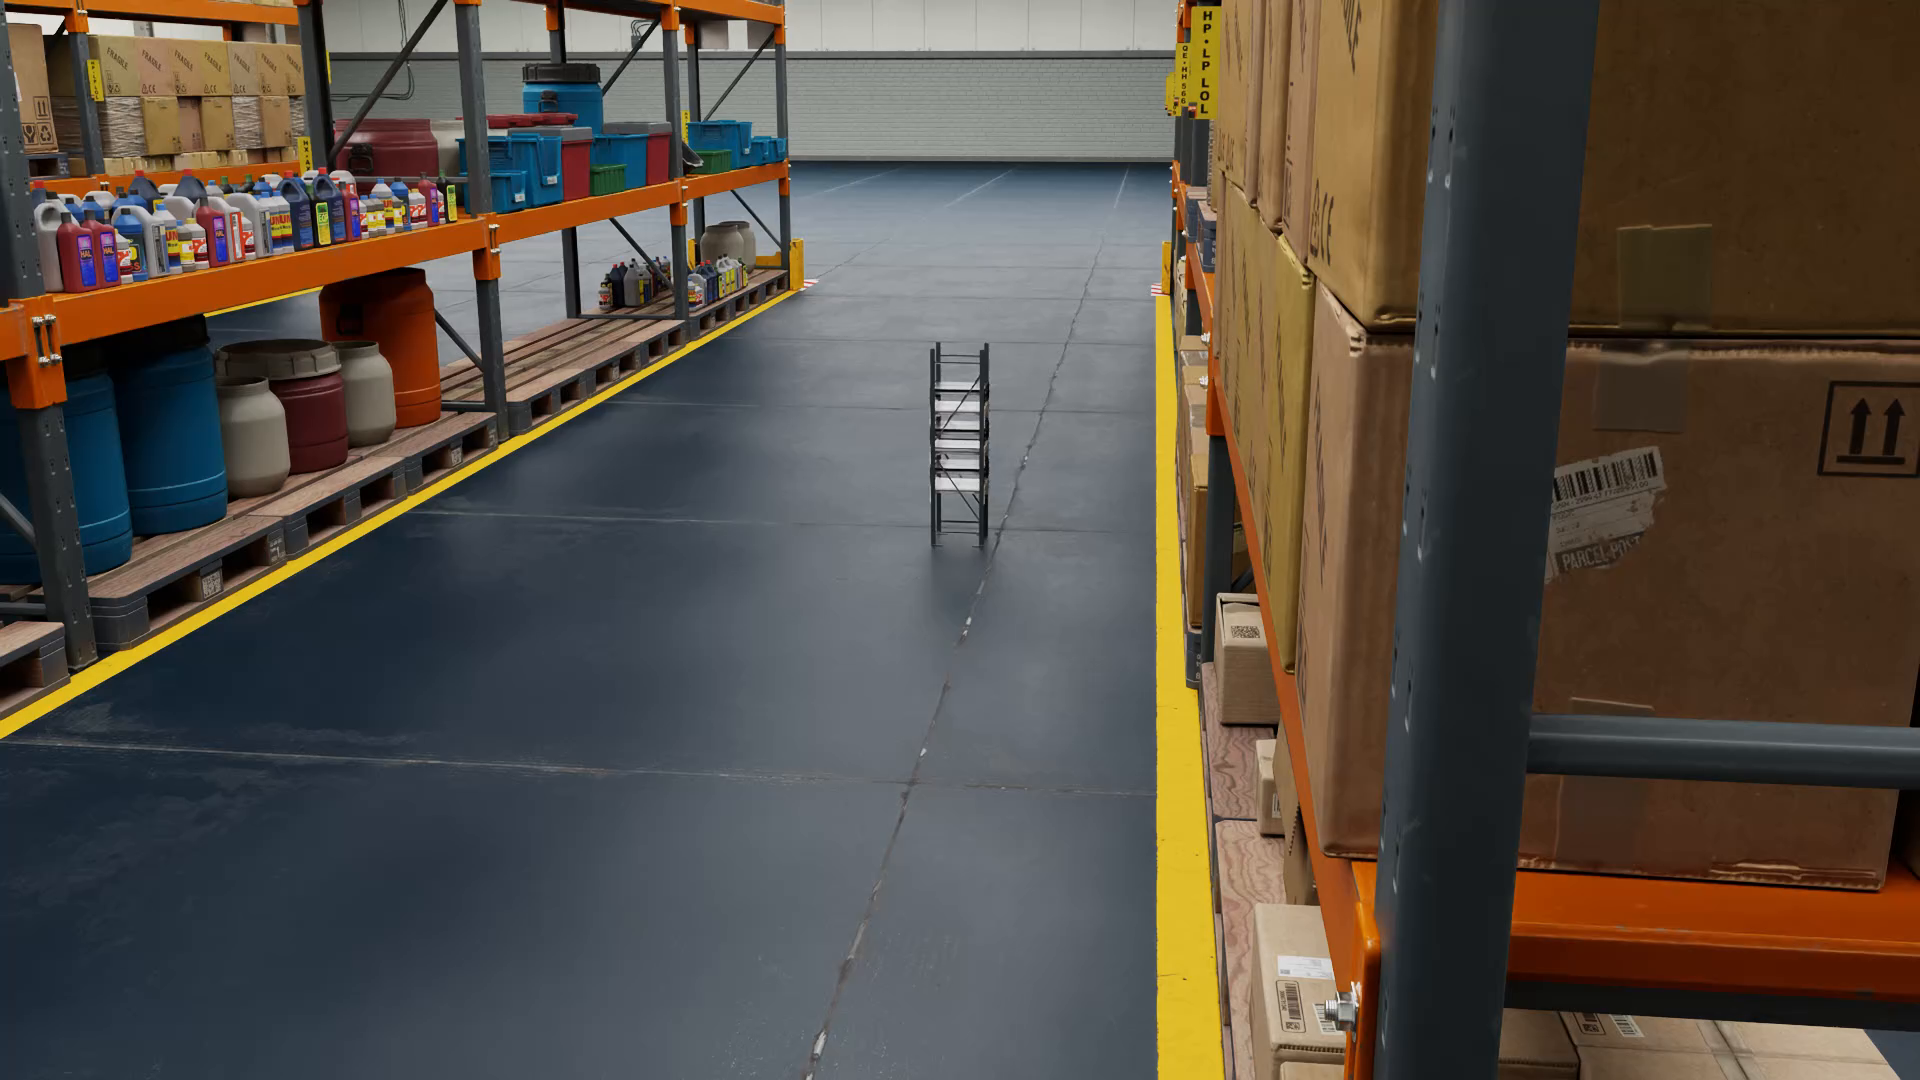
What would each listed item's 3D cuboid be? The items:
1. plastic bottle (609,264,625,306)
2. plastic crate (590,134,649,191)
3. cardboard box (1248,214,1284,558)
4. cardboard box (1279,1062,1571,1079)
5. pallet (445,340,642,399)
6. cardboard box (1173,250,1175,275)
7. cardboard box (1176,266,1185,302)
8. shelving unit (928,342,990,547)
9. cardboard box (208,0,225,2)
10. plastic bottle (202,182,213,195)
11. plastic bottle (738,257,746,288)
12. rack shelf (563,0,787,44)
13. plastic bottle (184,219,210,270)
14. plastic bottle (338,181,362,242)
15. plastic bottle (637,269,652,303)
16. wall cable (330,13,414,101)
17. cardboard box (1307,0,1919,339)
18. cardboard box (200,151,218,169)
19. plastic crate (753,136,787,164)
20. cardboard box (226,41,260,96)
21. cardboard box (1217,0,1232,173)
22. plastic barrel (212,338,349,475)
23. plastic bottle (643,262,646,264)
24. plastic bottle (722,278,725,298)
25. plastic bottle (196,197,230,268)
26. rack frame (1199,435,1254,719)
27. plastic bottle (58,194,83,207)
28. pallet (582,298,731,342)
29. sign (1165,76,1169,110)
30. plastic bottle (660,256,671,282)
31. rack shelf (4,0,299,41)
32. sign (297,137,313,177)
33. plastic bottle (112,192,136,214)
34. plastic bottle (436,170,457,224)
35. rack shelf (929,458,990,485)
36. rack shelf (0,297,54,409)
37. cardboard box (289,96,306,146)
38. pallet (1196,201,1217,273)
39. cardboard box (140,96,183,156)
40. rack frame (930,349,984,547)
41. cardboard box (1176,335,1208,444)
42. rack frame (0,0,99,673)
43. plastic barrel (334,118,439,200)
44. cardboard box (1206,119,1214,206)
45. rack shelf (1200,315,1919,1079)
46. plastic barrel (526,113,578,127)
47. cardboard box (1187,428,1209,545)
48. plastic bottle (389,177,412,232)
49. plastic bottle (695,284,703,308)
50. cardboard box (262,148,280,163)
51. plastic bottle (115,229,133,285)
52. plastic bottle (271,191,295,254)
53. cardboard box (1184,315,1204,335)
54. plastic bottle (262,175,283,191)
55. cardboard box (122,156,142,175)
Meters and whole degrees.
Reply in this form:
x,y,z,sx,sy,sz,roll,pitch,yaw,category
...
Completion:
x,y,z,sx,sy,sz,roll,pitch,yaw,category
-2.939,-2.191,14.249,0.144,0.351,0.185,1,15,5,plastic bottle
-2.541,-2.779,12.222,0.392,0.384,0.575,2,15,6,plastic crate
0.739,-0.259,2.681,0.500,0.500,0.500,2,15,7,cardboard box
0.658,1.024,2.076,0.500,0.500,0.500,2,15,6,cardboard box
-2.911,-1.213,11.745,1.003,0.211,1.213,2,15,6,pallet
2.366,-2.715,16.419,0.500,0.250,0.500,2,15,6,cardboard box
1.840,-1.851,12.151,0.500,0.311,0.500,2,15,6,cardboard box
-0.001,-0.432,7.537,0.258,0.900,0.210,2,15,6,shelving unit
-7.169,-5.115,15.373,0.500,0.250,0.500,1,15,5,cardboard box
-3.691,-1.610,8.117,0.097,0.271,0.097,0,15,0,plastic bottle
-2.041,-2.500,15.522,0.061,0.283,0.133,2,15,8,plastic bottle
-2.500,-4.701,14.932,1.077,0.370,4.000,2,15,6,rack shelf
-3.094,-1.194,6.713,0.097,0.201,0.097,0,15,0,plastic bottle
-2.927,-1.574,7.960,0.061,0.283,0.133,2,15,6,plastic bottle
-2.767,-2.207,14.451,0.152,0.276,0.135,2,15,6,plastic bottle
-17.917,-14.451,49.814,3.097,2.526,0.112,2,15,6,wall cable
0.619,-0.477,1.572,0.500,0.500,0.500,2,15,6,cardboard box
-7.168,-3.542,15.498,0.380,0.149,0.250,2,15,6,cardboard box
-2.033,-3.909,16.655,0.499,0.251,0.616,2,15,6,plastic crate
-7.121,-4.530,15.992,0.500,0.500,0.500,2,15,6,cardboard box
0.903,-1.143,4.035,0.500,0.500,0.500,1,15,5,cardboard box
-3.342,-0.662,8.181,0.600,0.588,0.708,2,15,6,plastic barrel
-2.861,-2.386,15.123,0.097,0.271,0.097,0,15,0,plastic bottle
-2.145,-2.262,14.799,0.097,0.201,0.097,0,15,0,plastic bottle
-3.063,-1.263,6.811,0.061,0.283,0.133,2,15,6,plastic bottle
1.293,-0.860,5.095,1.000,3.000,0.127,2,15,6,rack frame
-3.791,-1.319,7.031,0.152,0.276,0.135,2,15,6,plastic bottle
-2.608,-1.908,14.315,1.003,0.211,1.213,2,15,6,pallet
2.097,-4.446,16.548,0.100,0.325,0.005,2,15,6,sign
-2.788,-2.553,15.742,0.097,0.271,0.097,0,15,0,plastic bottle
-7.421,-4.847,15.472,1.077,0.370,4.000,2,15,6,rack shelf
-3.724,-2.137,9.507,0.100,0.325,0.005,2,15,6,sign
-3.639,-1.378,7.258,0.097,0.271,0.097,0,15,0,plastic bottle
-2.798,-1.870,9.056,0.061,0.283,0.133,2,15,6,plastic bottle
-0.001,-0.313,7.569,0.258,0.077,0.200,2,15,6,rack shelf
-3.854,-0.141,3.814,1.077,0.370,4.000,2,15,6,rack shelf
-7.285,-4.315,17.111,0.875,0.500,0.500,2,15,6,cardboard box
1.530,-1.300,7.091,1.003,0.211,1.213,2,15,6,pallet
-7.443,-3.663,14.700,0.875,0.500,0.500,2,15,6,cardboard box
-0.012,-0.406,7.439,0.240,0.900,0.006,2,15,6,rack frame
1.409,-0.793,8.795,0.500,0.500,0.500,2,15,9,cardboard box
-3.628,-1.007,5.638,1.000,3.000,0.127,2,15,6,rack frame
-3.425,-2.239,9.935,0.600,0.536,0.708,2,15,6,plastic barrel
1.493,-1.750,7.391,0.700,0.500,0.500,5,16,17,cardboard box
1.068,0.006,3.271,1.077,0.370,4.000,2,15,6,rack shelf
-3.051,-2.905,12.400,0.433,0.535,0.433,0,15,0,plastic barrel
1.128,-0.130,6.342,0.500,0.500,0.500,2,15,6,cardboard box
-2.878,-1.725,8.541,0.097,0.271,0.097,0,15,0,plastic bottle
-2.231,-2.066,14.073,0.097,0.201,0.097,0,15,0,plastic bottle
-7.072,-3.868,16.702,0.380,0.149,0.250,2,15,6,cardboard box
-3.153,-1.058,6.210,0.097,0.201,0.097,0,15,0,plastic bottle
-3.015,-1.408,7.370,0.097,0.271,0.097,0,15,0,plastic bottle
1.559,-1.186,9.692,0.500,0.311,0.500,2,15,8,cardboard box
-3.599,-1.762,8.668,0.152,0.276,0.135,2,15,6,plastic bottle
-7.282,-3.218,14.296,0.380,0.149,0.250,2,15,6,cardboard box
